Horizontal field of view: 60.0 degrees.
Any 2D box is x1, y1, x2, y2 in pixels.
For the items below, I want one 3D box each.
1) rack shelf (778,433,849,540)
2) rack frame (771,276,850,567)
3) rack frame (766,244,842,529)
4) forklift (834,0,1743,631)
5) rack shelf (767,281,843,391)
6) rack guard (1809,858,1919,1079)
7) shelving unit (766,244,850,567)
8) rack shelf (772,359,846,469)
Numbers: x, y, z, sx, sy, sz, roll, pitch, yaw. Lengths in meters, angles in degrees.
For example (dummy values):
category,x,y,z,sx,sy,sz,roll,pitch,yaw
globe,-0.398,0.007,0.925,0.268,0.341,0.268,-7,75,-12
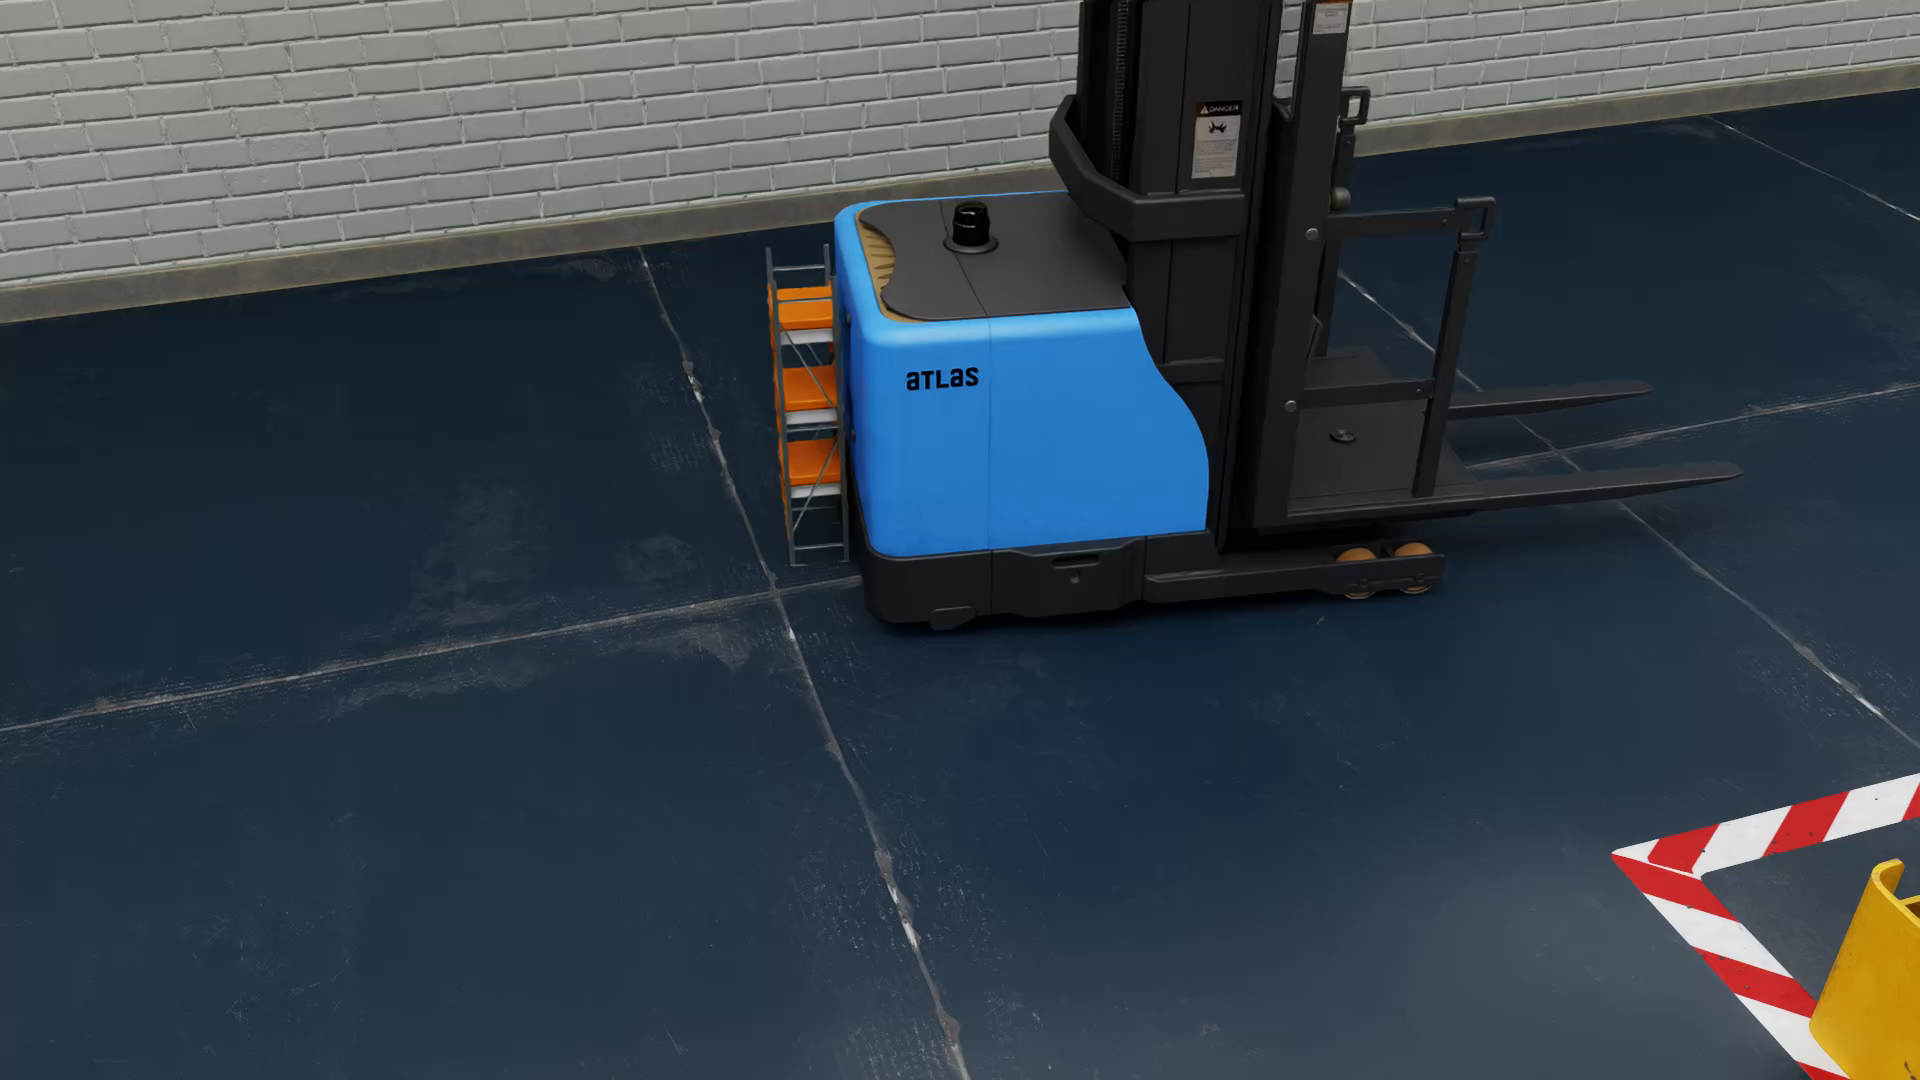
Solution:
category,x,y,z,sx,sy,sz,roll,pitch,yaw
rack shelf,-0.493,-0.182,5.596,0.215,0.259,0.240,-5,34,-8
rack frame,-0.474,-0.356,5.337,0.200,1.050,0.008,-5,34,-8
rack frame,-0.513,-0.489,5.538,0.200,1.050,0.008,-5,34,-8
forklift,1.136,-1.312,5.076,3.031,2.935,1.130,-5,34,-8
rack shelf,-0.494,-0.651,5.287,0.215,0.259,0.240,-5,34,-8
rack guard,2.623,0.939,3.876,1.175,0.500,0.348,-10,35,-15
shelving unit,-0.493,-0.423,5.437,0.215,1.050,0.252,-5,34,-8
rack shelf,-0.493,-0.414,5.443,0.215,0.259,0.240,-5,34,-8
